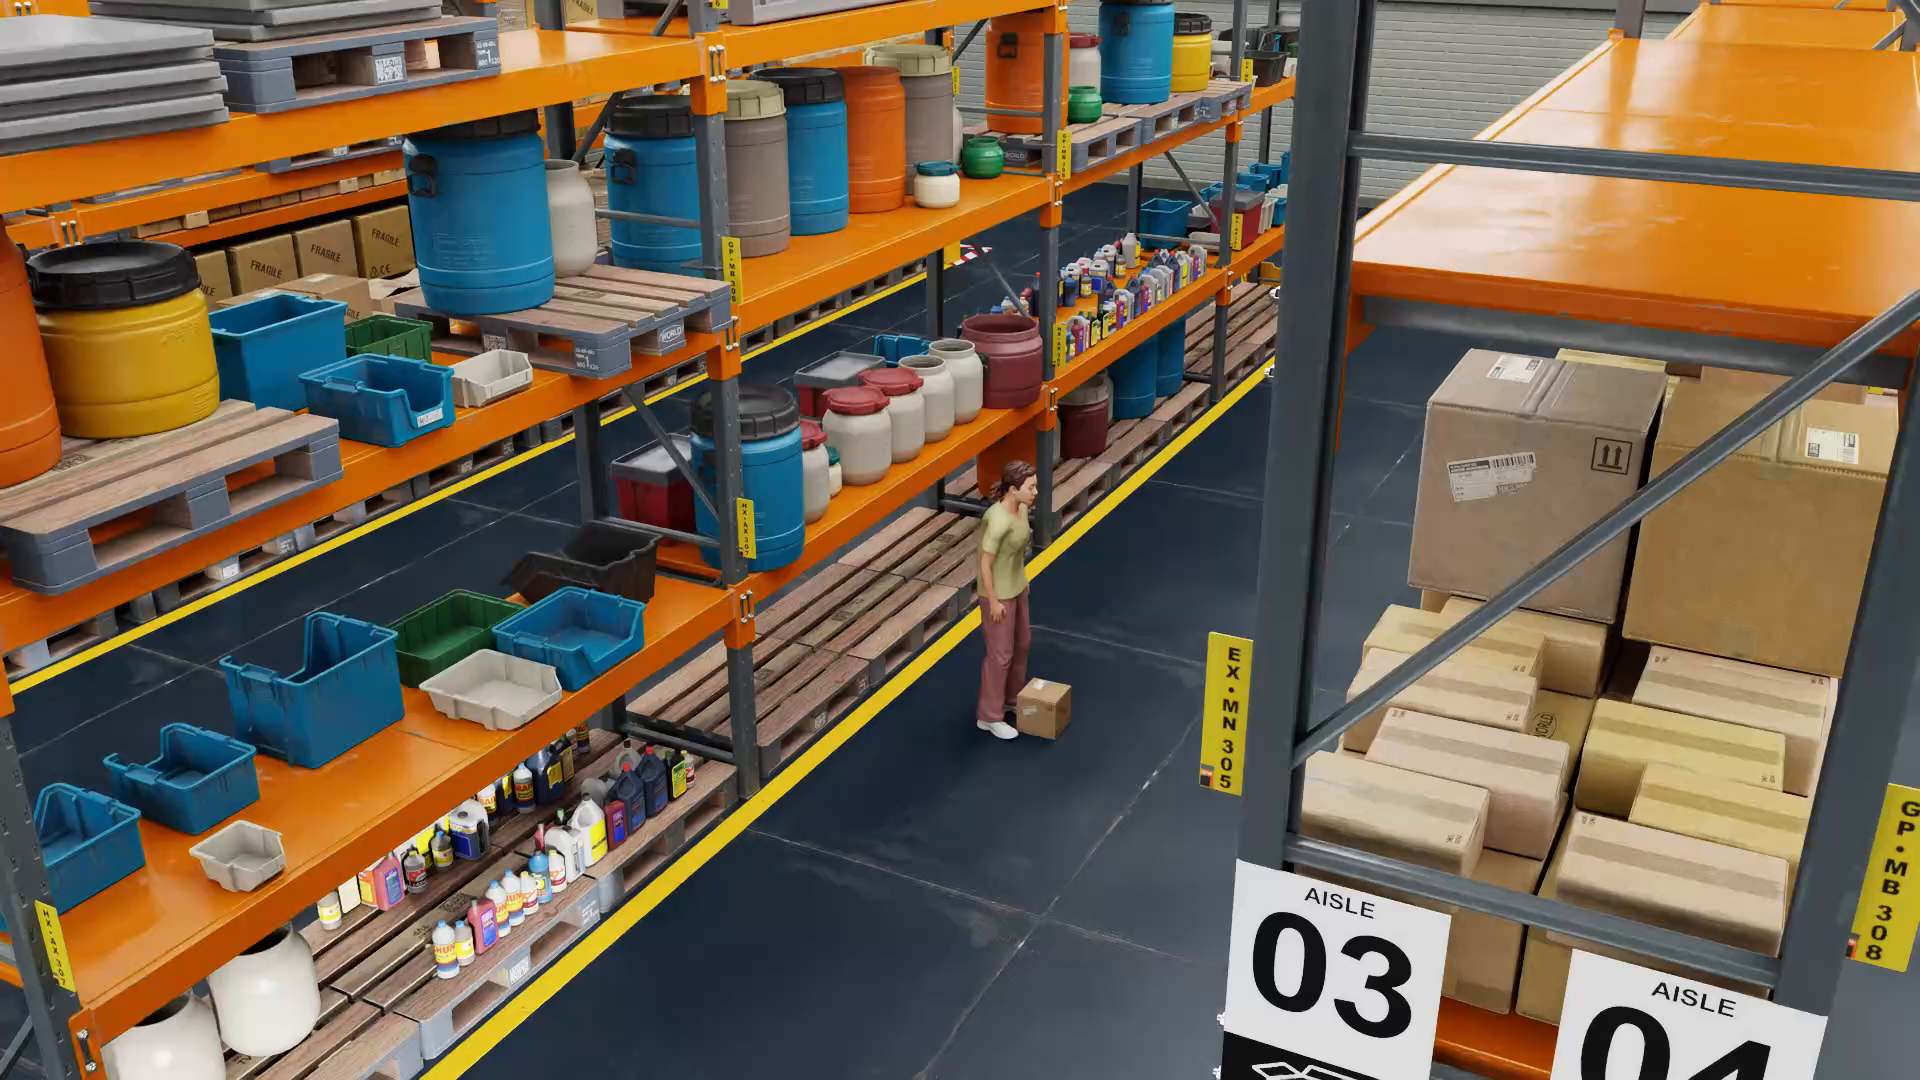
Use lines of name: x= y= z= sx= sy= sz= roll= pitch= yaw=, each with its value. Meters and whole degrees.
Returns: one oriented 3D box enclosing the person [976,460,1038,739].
person: x=0.285 y=0.318 z=9.842 sx=0.354 sy=1.673 sz=0.514 roll=10 pitch=25 yaw=23
